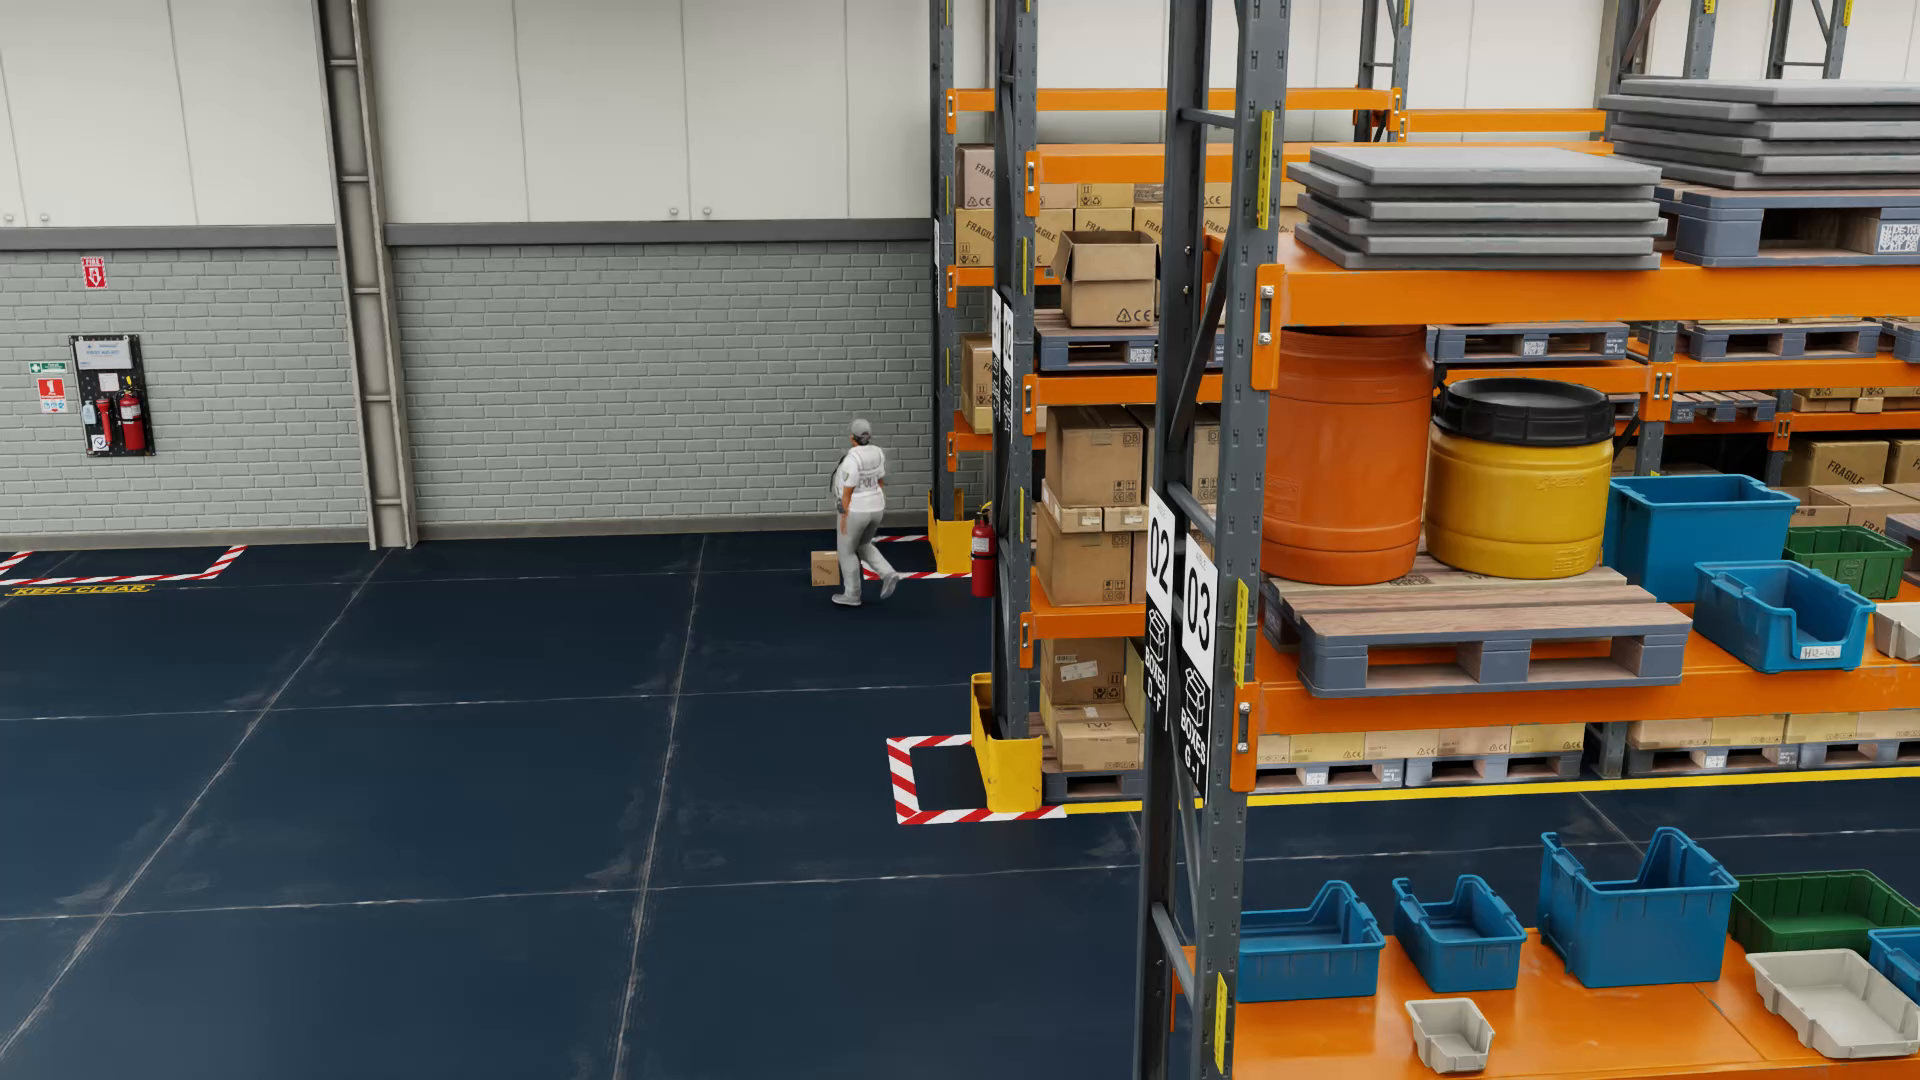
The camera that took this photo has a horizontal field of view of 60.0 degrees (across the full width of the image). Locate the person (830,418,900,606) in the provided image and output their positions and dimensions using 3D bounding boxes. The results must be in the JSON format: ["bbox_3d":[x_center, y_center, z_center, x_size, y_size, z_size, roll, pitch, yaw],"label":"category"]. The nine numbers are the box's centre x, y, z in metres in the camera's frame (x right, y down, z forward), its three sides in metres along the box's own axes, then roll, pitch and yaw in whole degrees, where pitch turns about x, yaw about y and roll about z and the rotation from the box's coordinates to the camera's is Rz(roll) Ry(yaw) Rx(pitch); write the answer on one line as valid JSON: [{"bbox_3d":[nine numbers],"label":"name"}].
[{"bbox_3d":[-0.836,-0.234,14.268,0.574,1.648,0.492,12,20,34],"label":"person"}]
